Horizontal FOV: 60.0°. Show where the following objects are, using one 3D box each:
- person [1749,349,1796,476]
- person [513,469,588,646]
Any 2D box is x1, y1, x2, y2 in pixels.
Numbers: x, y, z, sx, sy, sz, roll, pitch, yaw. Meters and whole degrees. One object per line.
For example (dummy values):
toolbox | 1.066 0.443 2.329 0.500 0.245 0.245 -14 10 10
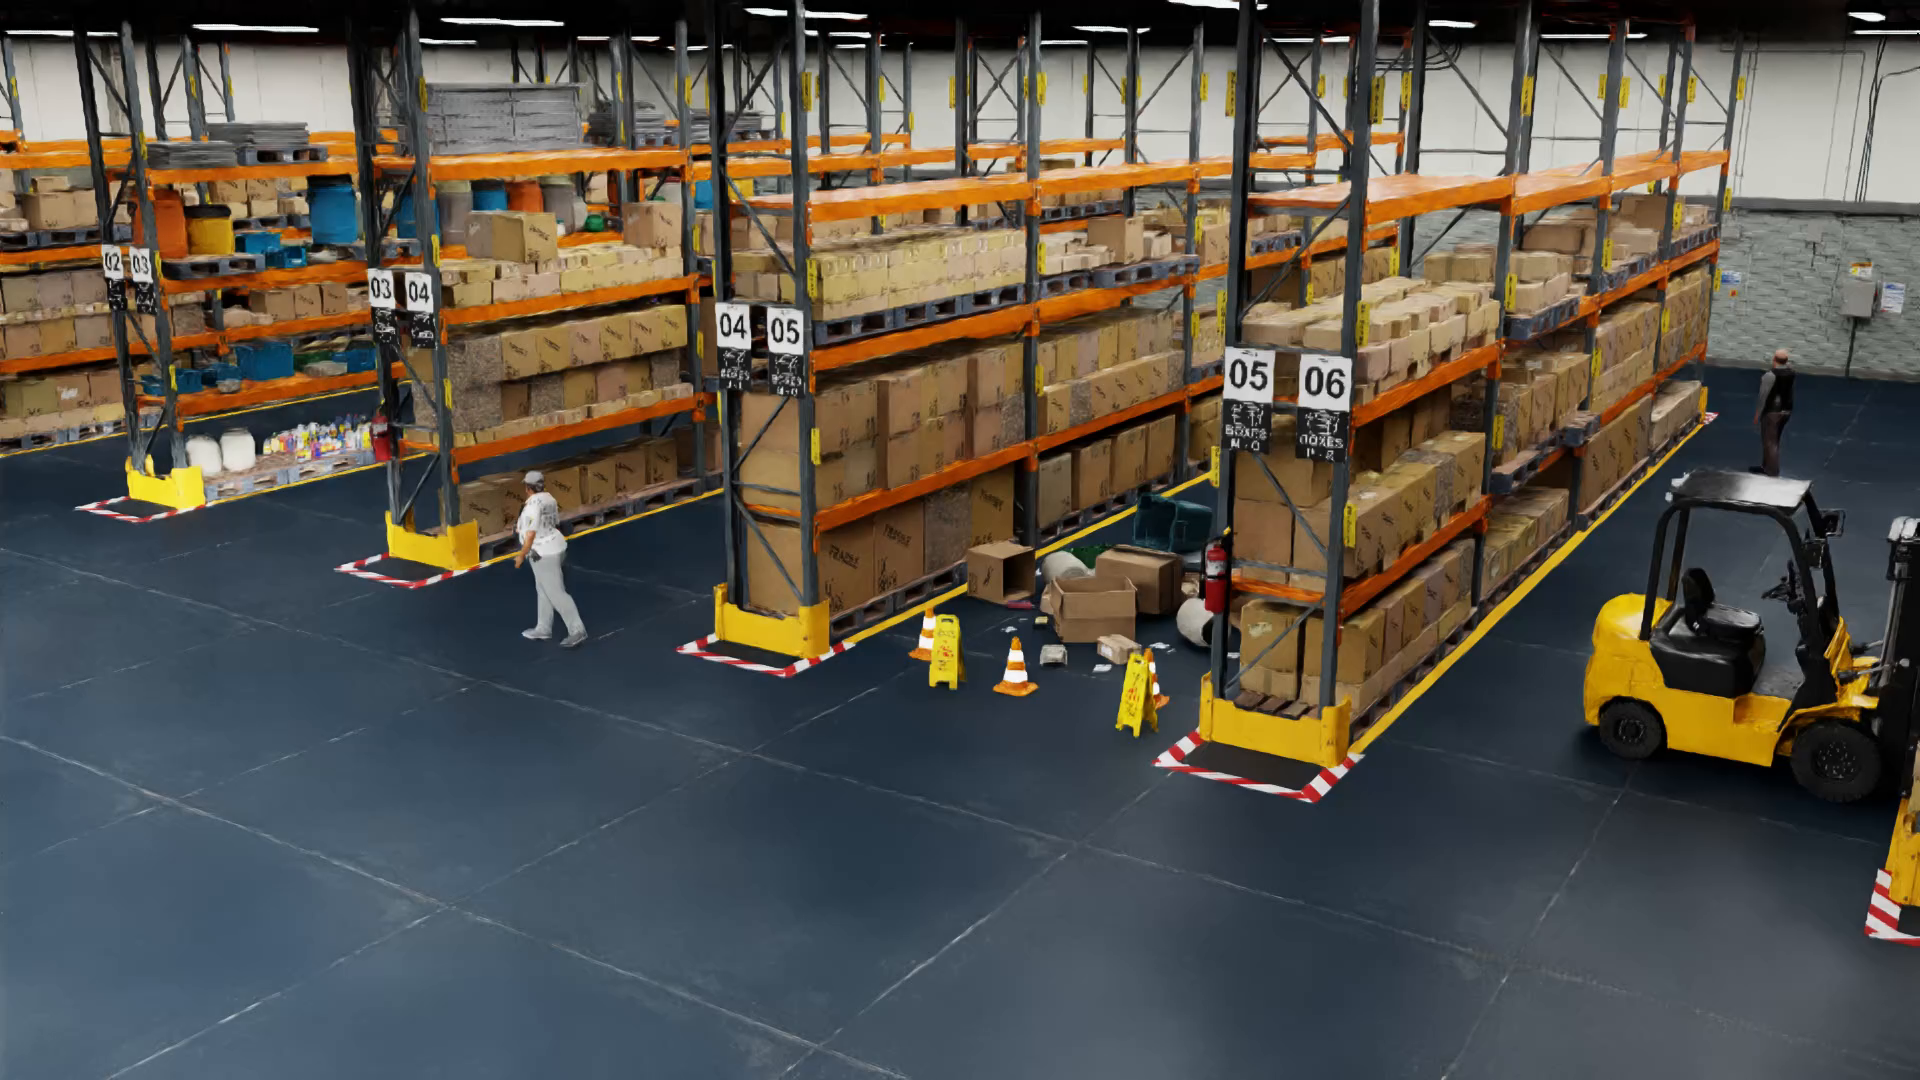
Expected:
person | 10.737 -1.679 21.998 0.627 1.718 0.570 -9 18 -28
person | -3.859 0.160 15.582 0.688 1.649 0.518 1 16 5
